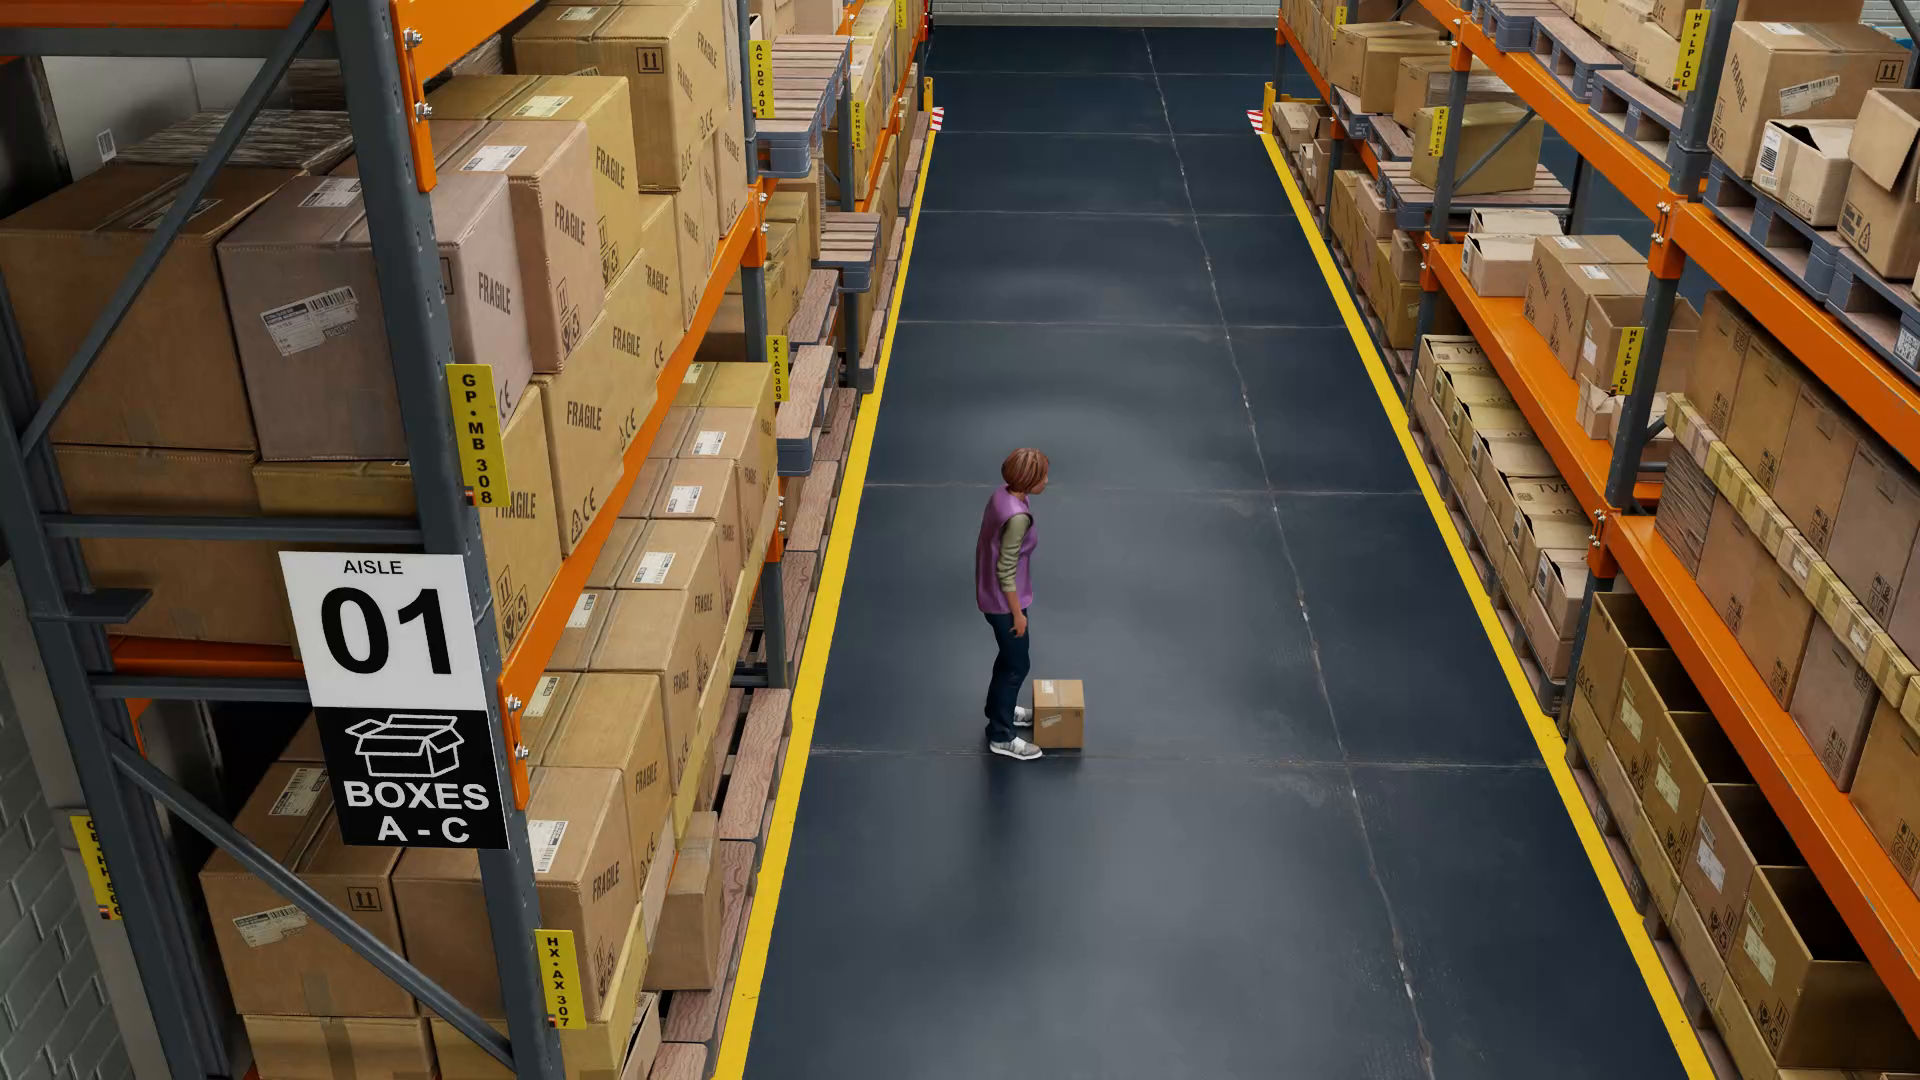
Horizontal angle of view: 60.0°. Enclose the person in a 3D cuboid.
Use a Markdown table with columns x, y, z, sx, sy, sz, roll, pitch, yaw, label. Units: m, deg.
| x | y | z | sx | sy | sz | roll | pitch | yaw | label |
| --- | --- | --- | --- | --- | --- | --- | --- | --- | --- |
| 0.248 | 0.289 | 8.100 | 0.345 | 1.592 | 0.477 | -1 | 28 | -1 | person |
